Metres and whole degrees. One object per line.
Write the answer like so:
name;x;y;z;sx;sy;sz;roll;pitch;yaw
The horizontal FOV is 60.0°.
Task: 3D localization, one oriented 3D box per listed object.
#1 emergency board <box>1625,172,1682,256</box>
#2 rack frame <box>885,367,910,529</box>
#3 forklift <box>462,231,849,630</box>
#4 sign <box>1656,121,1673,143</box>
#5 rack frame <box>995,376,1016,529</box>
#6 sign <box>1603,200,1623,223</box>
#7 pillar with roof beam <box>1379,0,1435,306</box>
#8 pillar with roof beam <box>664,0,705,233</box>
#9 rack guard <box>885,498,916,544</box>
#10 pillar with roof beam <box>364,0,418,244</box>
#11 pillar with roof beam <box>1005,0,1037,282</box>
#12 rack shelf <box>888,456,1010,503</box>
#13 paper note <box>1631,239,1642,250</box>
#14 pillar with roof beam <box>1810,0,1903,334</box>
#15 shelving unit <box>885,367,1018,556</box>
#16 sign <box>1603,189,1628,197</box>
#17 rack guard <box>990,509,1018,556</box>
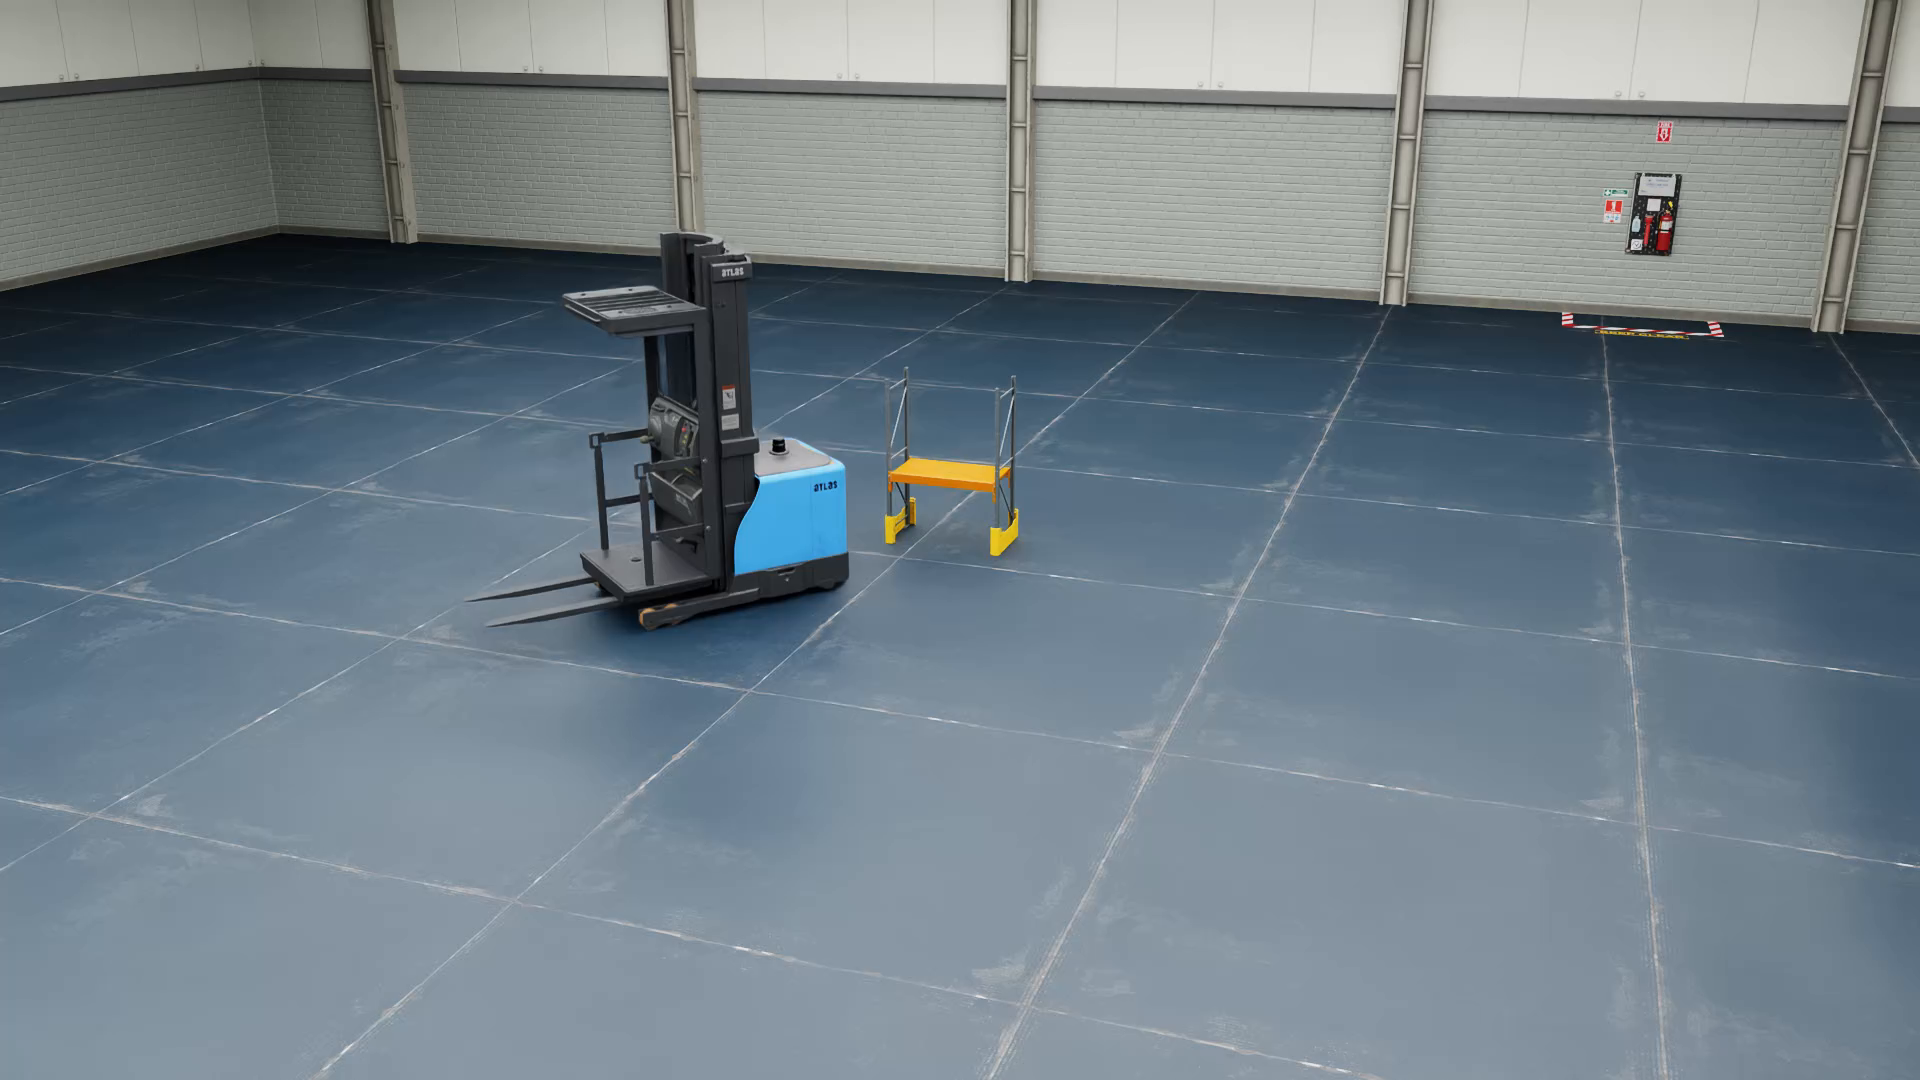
emergency board;9.983;-4.669;23.913;0.643;1.169;0.194;7;20;18
rack frame;-0.561;-0.772;15.013;0.032;1.500;0.500;7;20;18
forklift;-2.454;-0.877;13.140;3.031;2.935;1.130;-11;22;-30
sign;10.008;-5.795;23.623;0.199;0.298;0.001;7;20;18
rack frame;0.400;-0.663;14.698;0.032;1.500;0.500;7;20;18
sign;9.494;-4.777;24.170;0.234;0.329;0.001;7;20;18
pillar with roof beam;5.224;-6.532;20.145;0.400;9.000;9.100;7;20;18
pillar with roof beam;-6.112;-7.829;23.863;0.400;9.000;9.100;7;20;18
rack guard;-0.542;-0.180;15.213;0.087;0.250;0.587;7;20;18
pillar with roof beam;-11.779;-8.477;25.723;0.400;9.000;9.100;7;20;18
pillar with roof beam;-0.444;-7.180;22.004;0.400;9.000;9.100;7;20;18
rack shelf;-0.081;-0.548;14.915;1.000;0.185;0.538;7;20;18
paper note;9.838;-4.293;24.174;0.142;0.148;0.016;7;20;18
pillar with roof beam;10.892;-5.884;18.286;0.400;9.000;9.100;7;20;18
shelving unit;-0.072;-0.716;14.853;1.083;1.500;0.587;7;20;18
sign;9.495;-5.024;24.074;0.331;0.109;0.001;7;20;18
rack guard;0.398;-0.072;14.904;0.087;0.250;0.587;7;20;18
